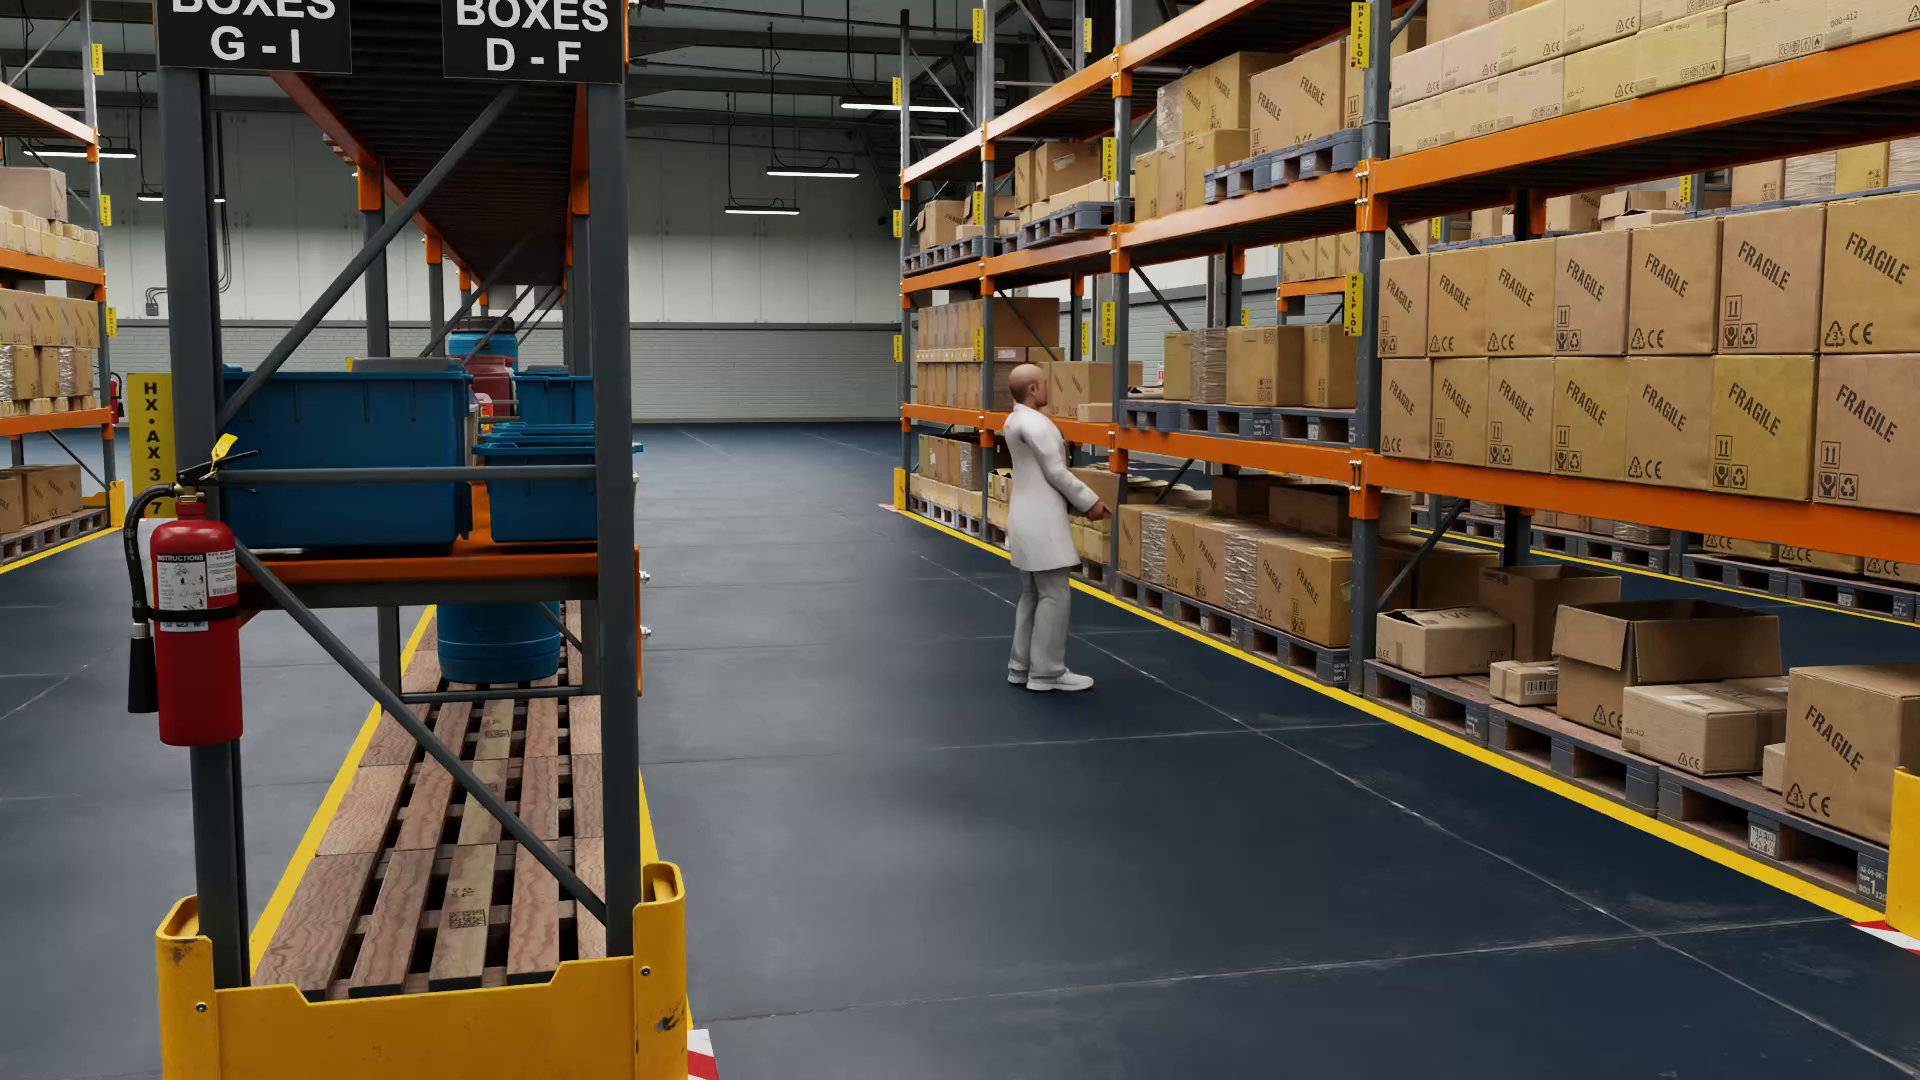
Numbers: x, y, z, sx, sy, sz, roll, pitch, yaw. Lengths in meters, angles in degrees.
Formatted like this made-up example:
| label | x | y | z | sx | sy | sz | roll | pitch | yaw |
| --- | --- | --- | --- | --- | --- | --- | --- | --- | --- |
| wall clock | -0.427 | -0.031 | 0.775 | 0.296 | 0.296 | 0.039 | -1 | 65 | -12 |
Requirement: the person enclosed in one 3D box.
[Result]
| label | x | y | z | sx | sy | sz | roll | pitch | yaw |
| --- | --- | --- | --- | --- | --- | --- | --- | --- | --- |
| person | 0.529 | -0.074 | 9.119 | 0.553 | 1.772 | 0.529 | -1 | 6 | -13 |
